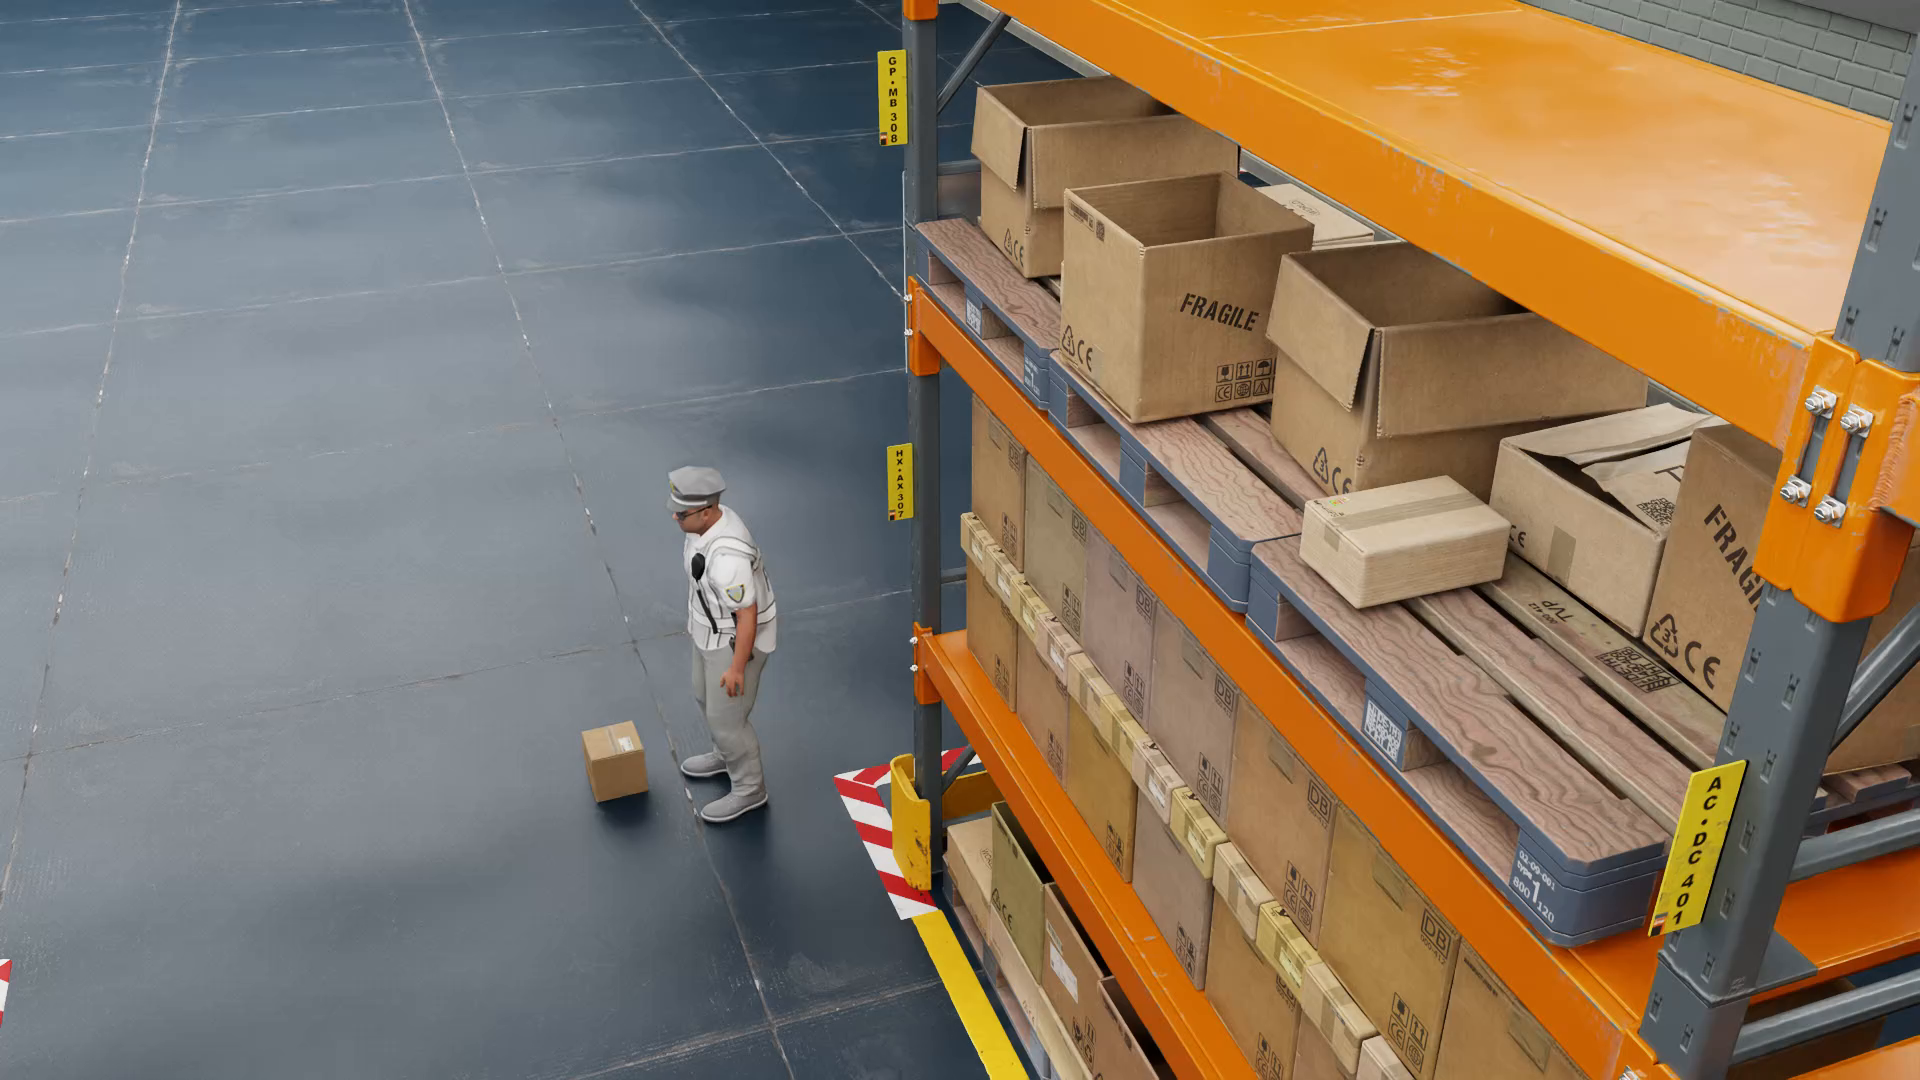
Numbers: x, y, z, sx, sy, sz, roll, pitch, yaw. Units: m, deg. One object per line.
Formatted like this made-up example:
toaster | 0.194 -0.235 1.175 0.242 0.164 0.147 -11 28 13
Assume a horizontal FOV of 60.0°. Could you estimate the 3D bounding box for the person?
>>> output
person | -1.065 0.448 7.552 0.440 1.747 0.601 -12 32 -20
